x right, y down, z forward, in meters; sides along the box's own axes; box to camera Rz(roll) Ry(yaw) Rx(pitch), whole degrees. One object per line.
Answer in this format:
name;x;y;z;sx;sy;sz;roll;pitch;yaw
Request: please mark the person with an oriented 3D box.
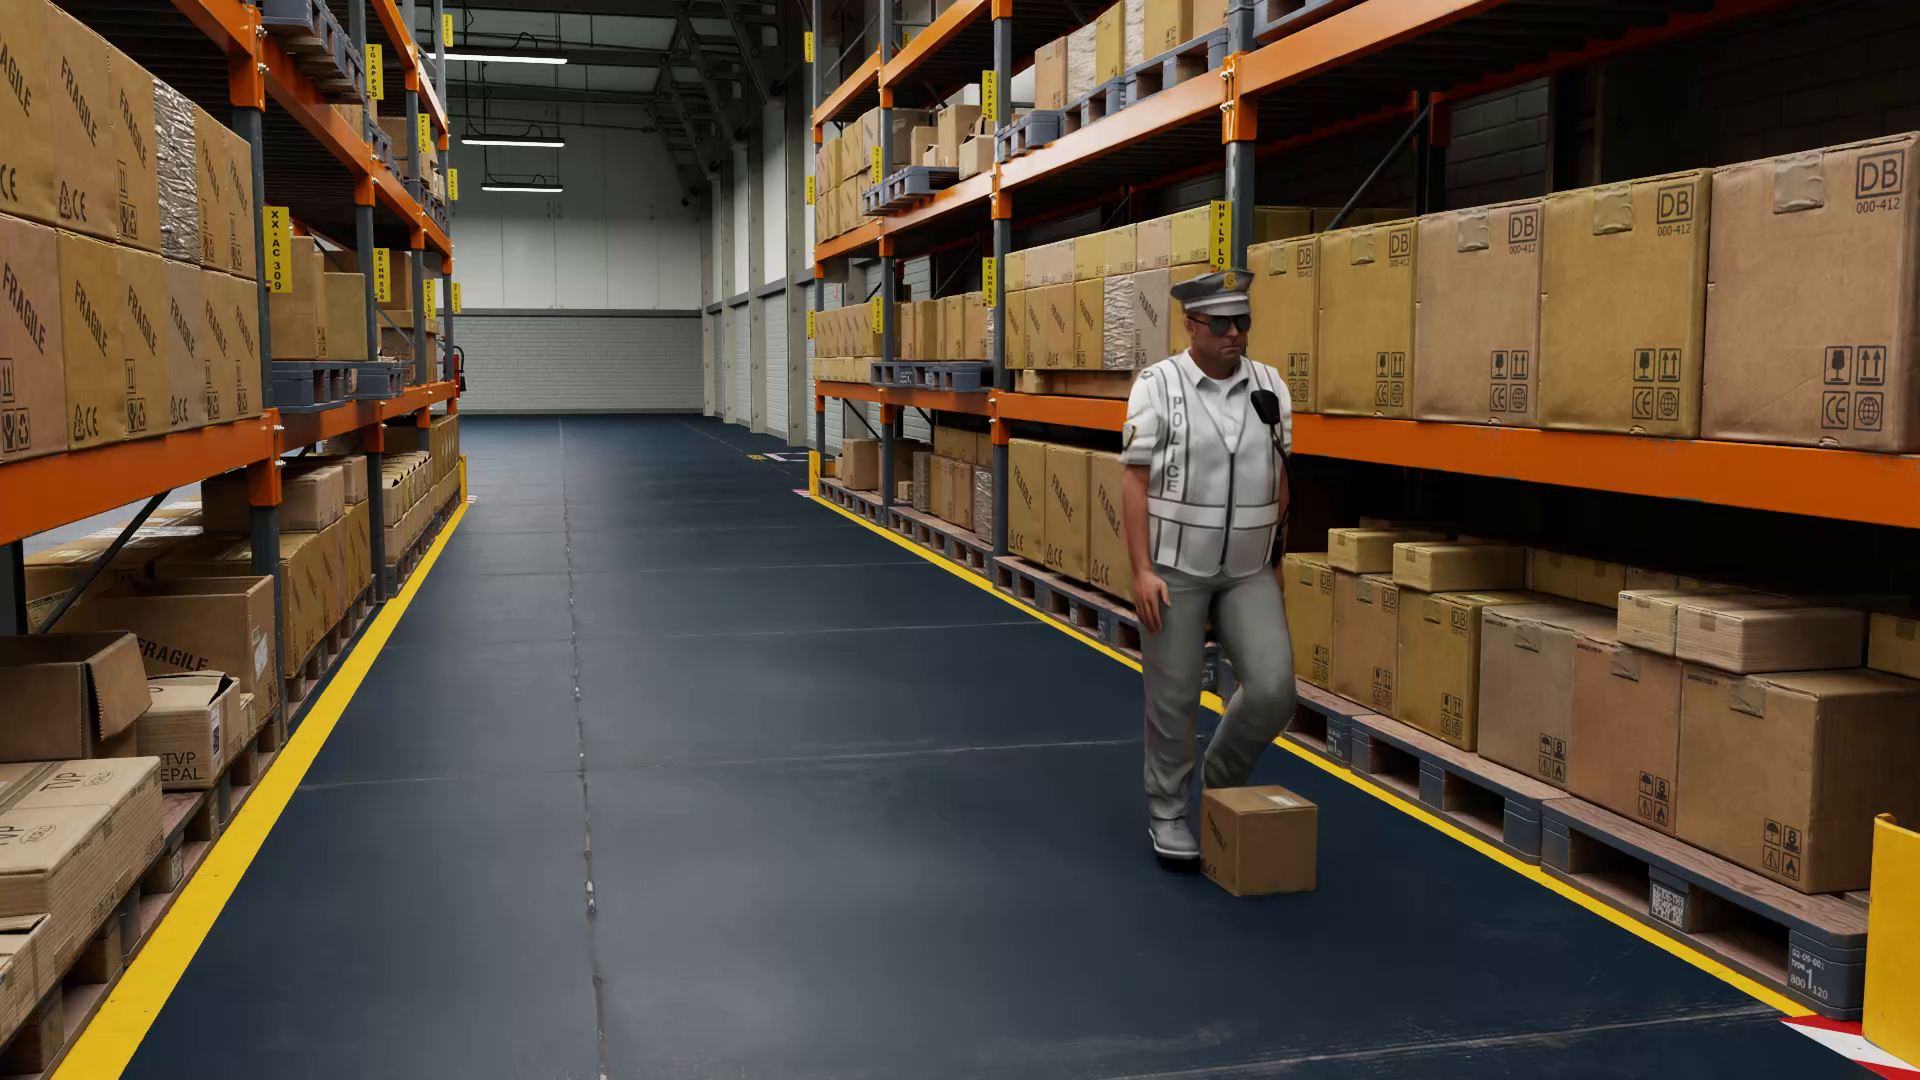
person;0.740;0.099;4.966;0.549;1.777;0.462;-1;6;-10
